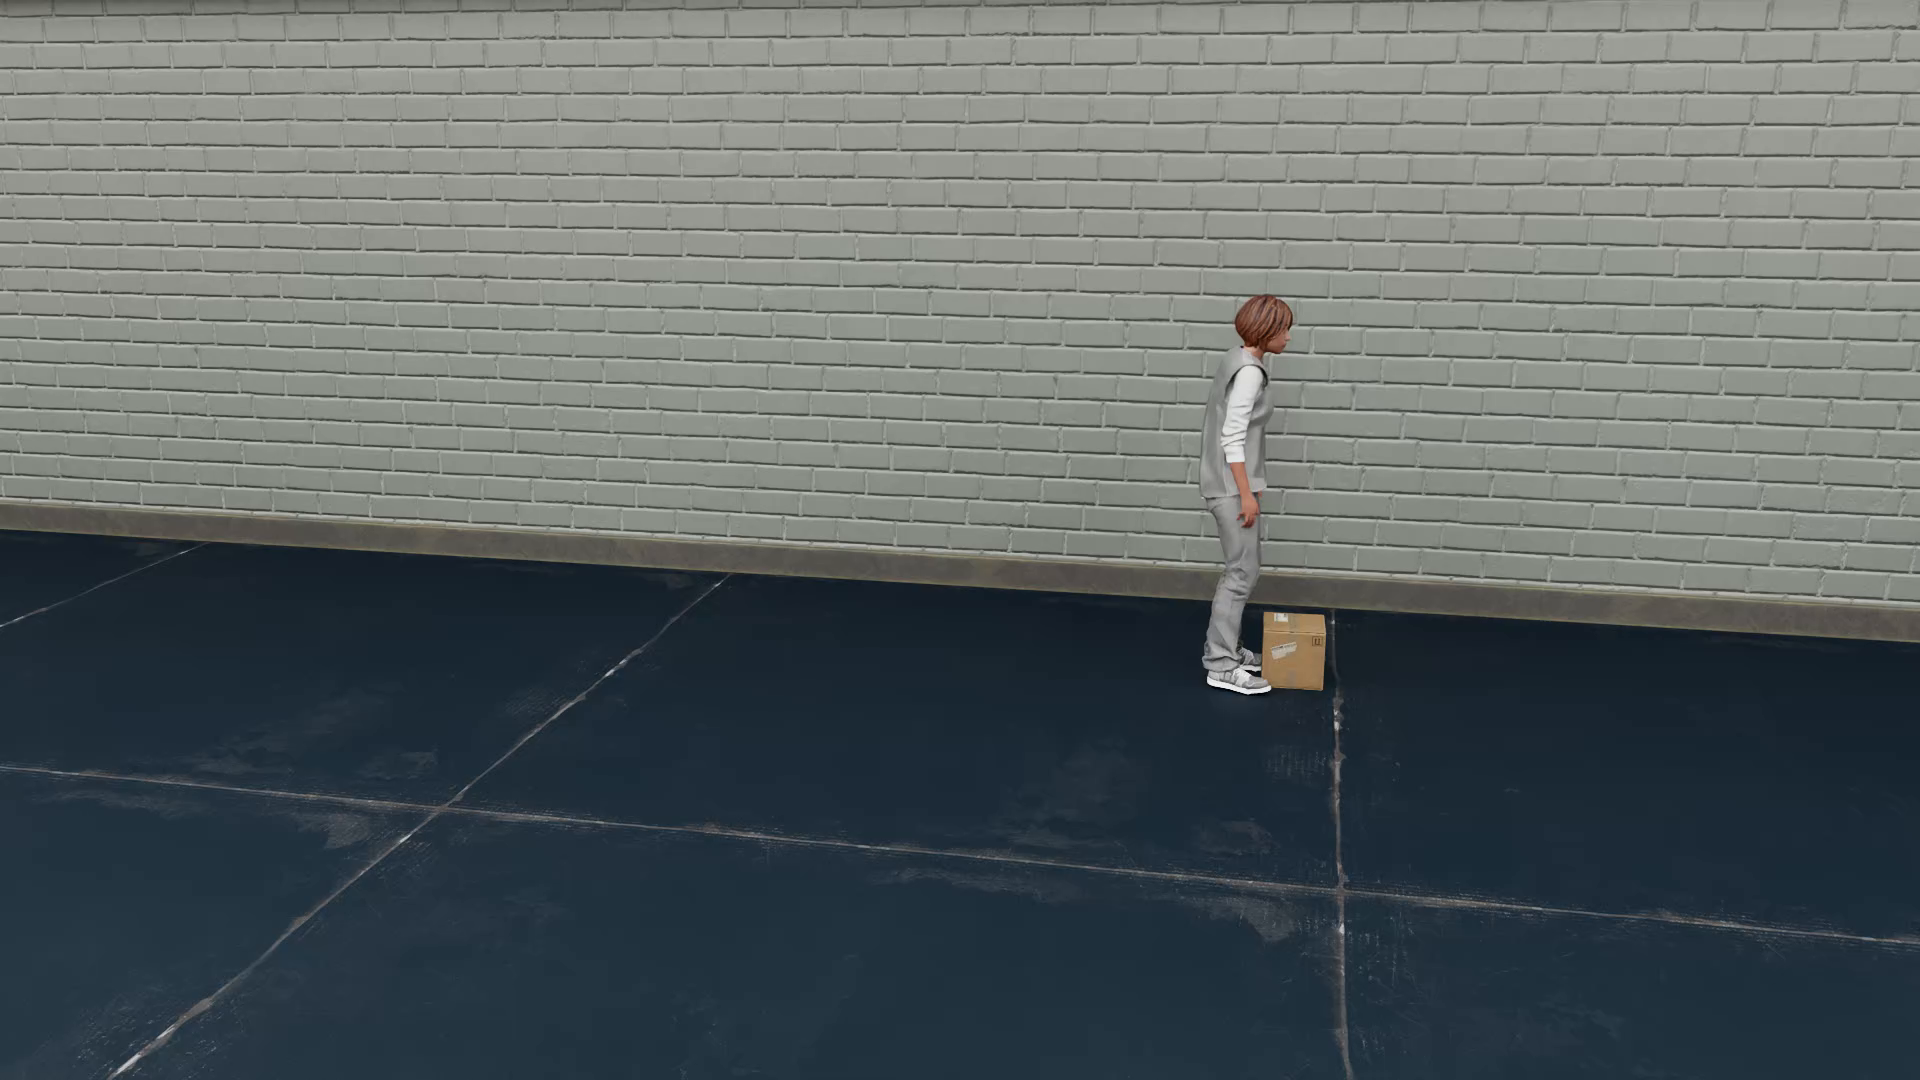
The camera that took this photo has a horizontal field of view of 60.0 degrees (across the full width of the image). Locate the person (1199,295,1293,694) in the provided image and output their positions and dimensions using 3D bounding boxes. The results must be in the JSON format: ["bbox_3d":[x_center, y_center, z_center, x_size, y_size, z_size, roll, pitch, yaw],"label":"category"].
[{"bbox_3d":[1.145,-0.197,6.777,0.345,1.593,0.463,3,15,11],"label":"person"}]
